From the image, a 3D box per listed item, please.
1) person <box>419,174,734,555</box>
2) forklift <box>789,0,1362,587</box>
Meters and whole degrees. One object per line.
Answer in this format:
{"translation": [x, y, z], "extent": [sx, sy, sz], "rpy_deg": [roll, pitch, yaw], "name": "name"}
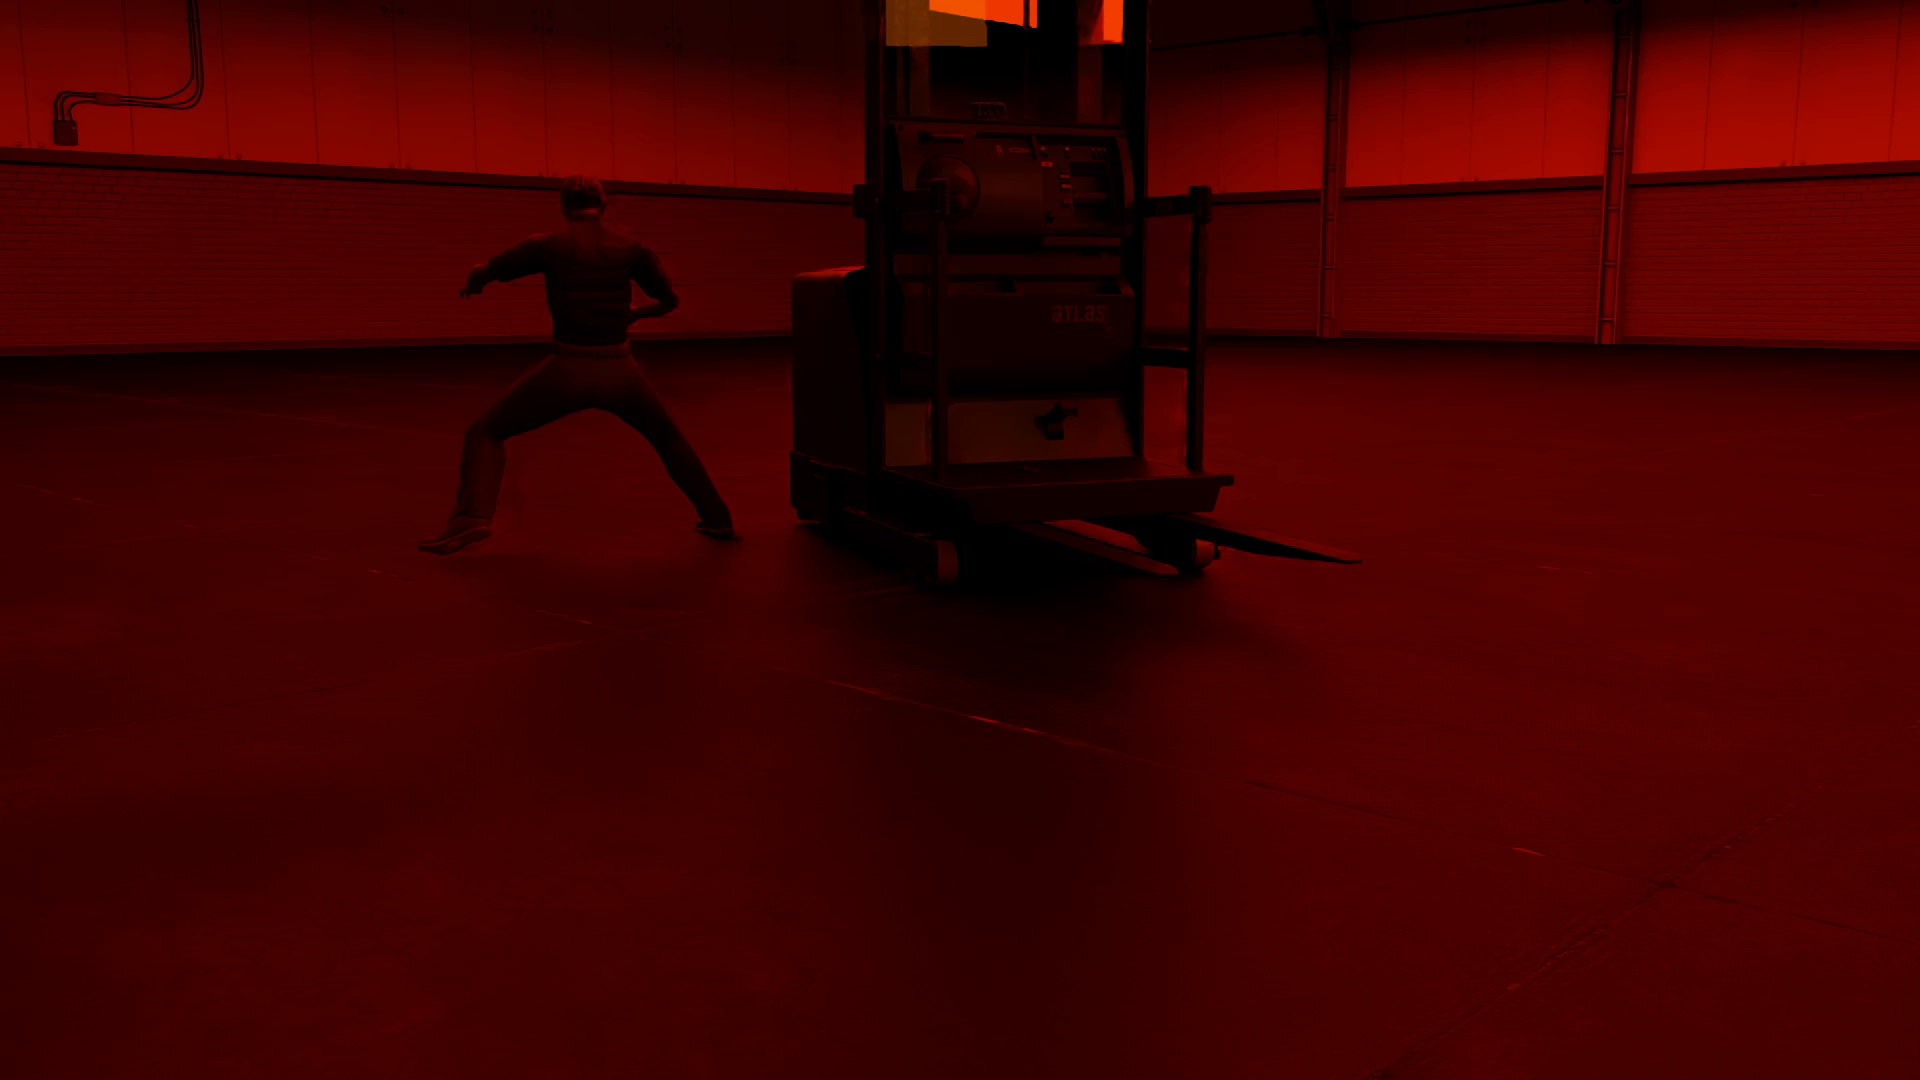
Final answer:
{"translation": [-1.485, -0.683, 6.446], "extent": [1.218, 1.425, 0.676], "rpy_deg": [-2, 9, -16], "name": "person"}
{"translation": [0.288, -1.360, 5.903], "extent": [1.130, 2.935, 3.031], "rpy_deg": [-3, 9, -22], "name": "forklift"}
